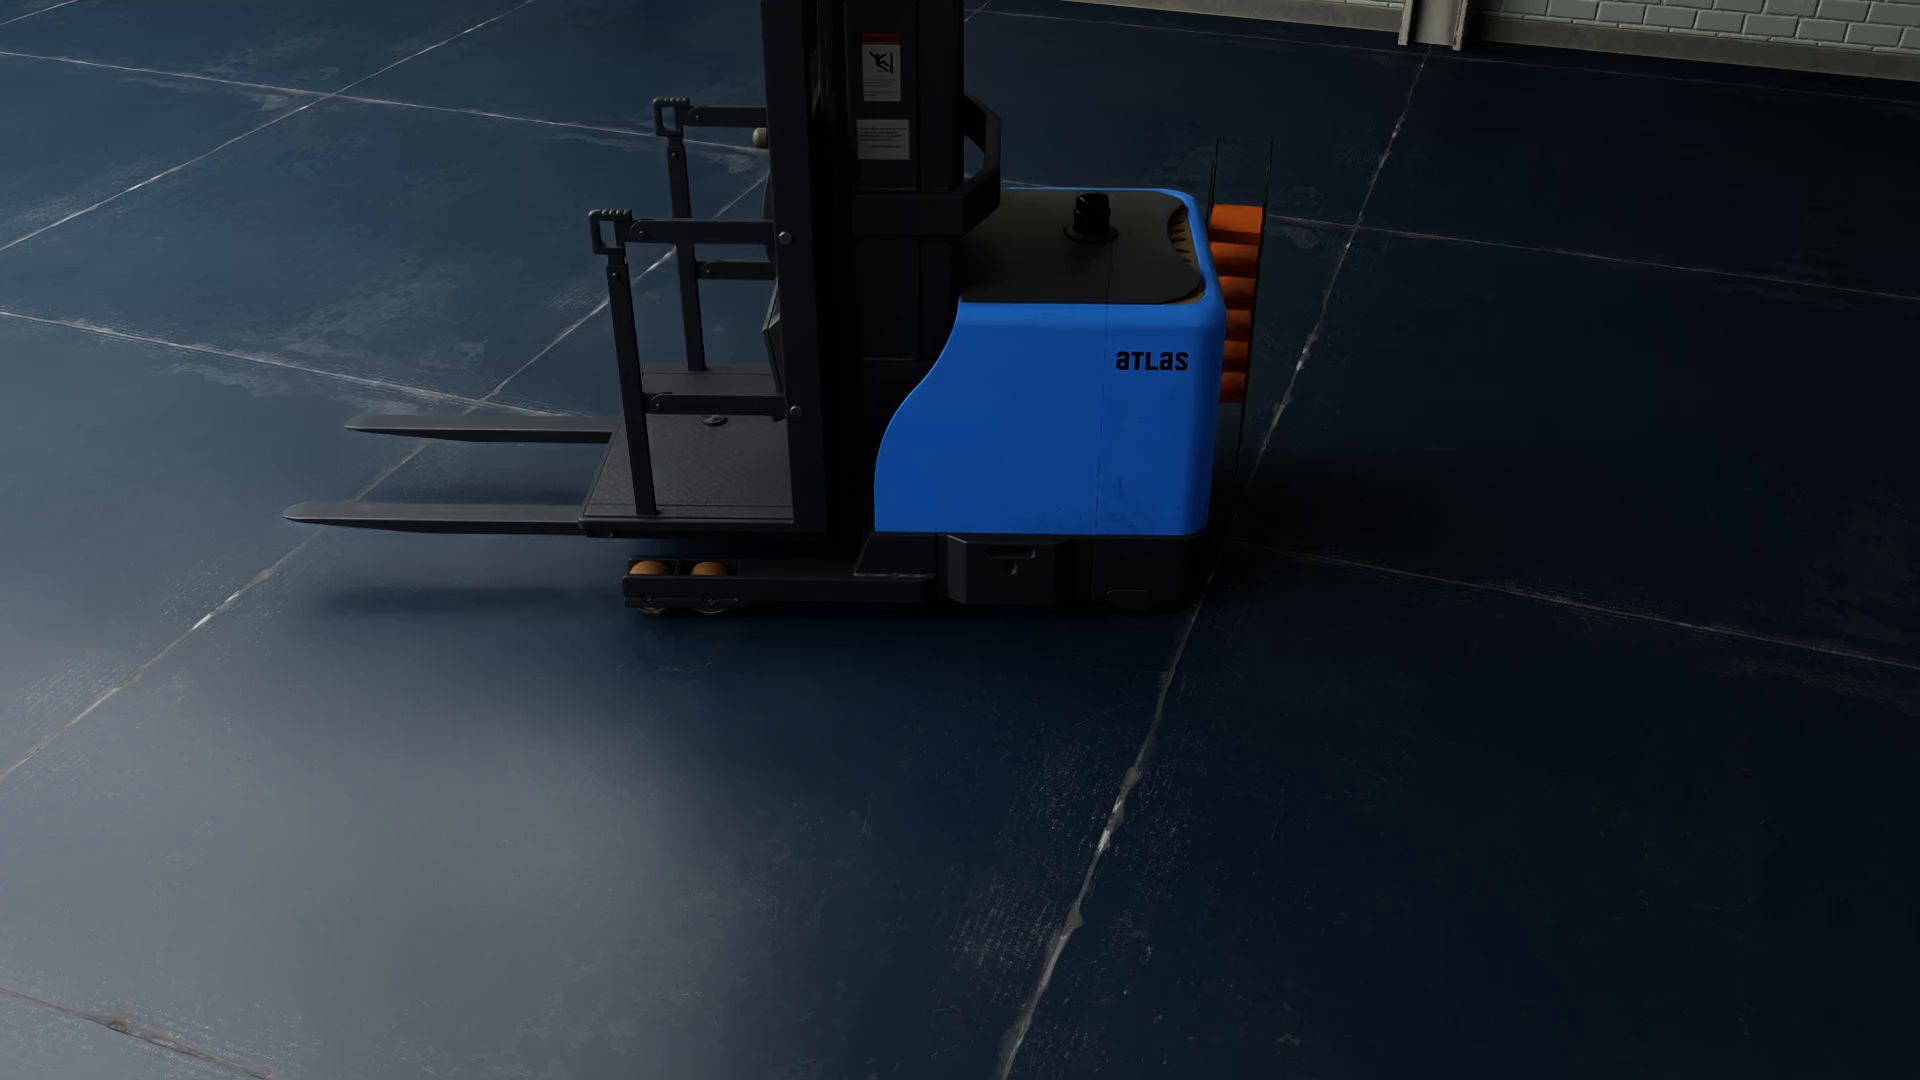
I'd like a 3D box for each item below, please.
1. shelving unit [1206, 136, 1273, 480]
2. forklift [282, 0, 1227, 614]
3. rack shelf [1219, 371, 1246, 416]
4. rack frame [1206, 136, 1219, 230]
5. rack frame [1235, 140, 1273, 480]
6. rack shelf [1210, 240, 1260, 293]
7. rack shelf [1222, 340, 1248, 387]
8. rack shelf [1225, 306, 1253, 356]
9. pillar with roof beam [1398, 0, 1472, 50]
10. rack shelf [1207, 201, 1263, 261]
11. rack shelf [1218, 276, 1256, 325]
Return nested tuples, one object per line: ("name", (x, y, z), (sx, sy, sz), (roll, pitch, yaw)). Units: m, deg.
("shelving unit", (0.945, -0.798, 5.880), (0.189, 1.200, 0.258), (7, 33, 10))
("forklift", (-0.706, -1.280, 5.030), (3.031, 2.935, 1.130), (1, 33, 1))
("rack shelf", (0.945, -0.559, 6.035), (0.180, 0.103, 0.258), (7, 33, 10))
("rack frame", (0.855, -0.809, 5.896), (0.006, 1.200, 0.240), (7, 33, 10))
("rack frame", (1.034, -0.788, 5.864), (0.006, 1.200, 0.240), (7, 33, 10))
("rack shelf", (0.945, -0.963, 5.774), (0.180, 0.103, 0.258), (7, 33, 10))
("rack shelf", (0.945, -0.660, 5.969), (0.180, 0.103, 0.258), (7, 33, 10))
("rack shelf", (0.945, -0.761, 5.904), (0.180, 0.103, 0.258), (7, 33, 10))
("pillar with roof beam", (1.600, -4.808, 4.900), (0.400, 9.000, 9.100), (11, 34, 16))
("rack shelf", (0.945, -1.063, 5.709), (0.180, 0.103, 0.258), (7, 33, 10))
("rack shelf", (0.945, -0.862, 5.839), (0.180, 0.103, 0.258), (7, 33, 10))
